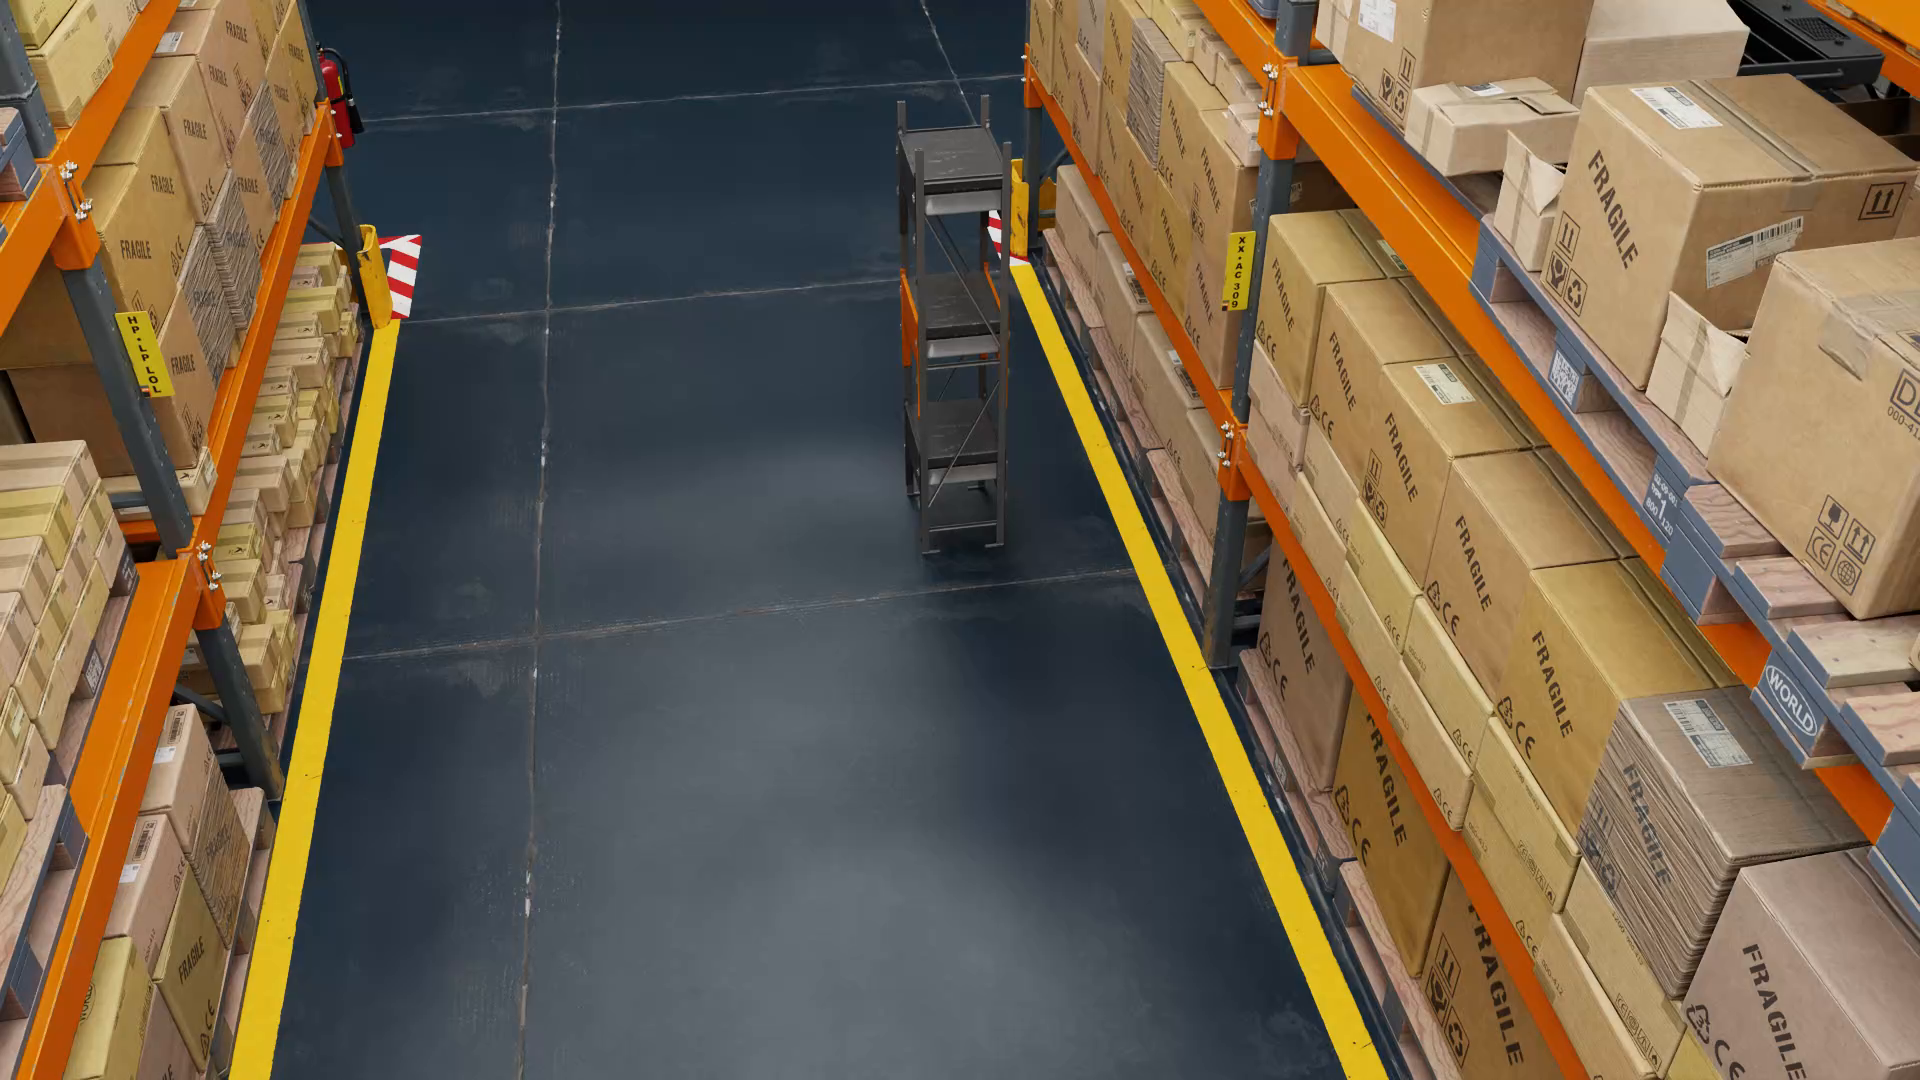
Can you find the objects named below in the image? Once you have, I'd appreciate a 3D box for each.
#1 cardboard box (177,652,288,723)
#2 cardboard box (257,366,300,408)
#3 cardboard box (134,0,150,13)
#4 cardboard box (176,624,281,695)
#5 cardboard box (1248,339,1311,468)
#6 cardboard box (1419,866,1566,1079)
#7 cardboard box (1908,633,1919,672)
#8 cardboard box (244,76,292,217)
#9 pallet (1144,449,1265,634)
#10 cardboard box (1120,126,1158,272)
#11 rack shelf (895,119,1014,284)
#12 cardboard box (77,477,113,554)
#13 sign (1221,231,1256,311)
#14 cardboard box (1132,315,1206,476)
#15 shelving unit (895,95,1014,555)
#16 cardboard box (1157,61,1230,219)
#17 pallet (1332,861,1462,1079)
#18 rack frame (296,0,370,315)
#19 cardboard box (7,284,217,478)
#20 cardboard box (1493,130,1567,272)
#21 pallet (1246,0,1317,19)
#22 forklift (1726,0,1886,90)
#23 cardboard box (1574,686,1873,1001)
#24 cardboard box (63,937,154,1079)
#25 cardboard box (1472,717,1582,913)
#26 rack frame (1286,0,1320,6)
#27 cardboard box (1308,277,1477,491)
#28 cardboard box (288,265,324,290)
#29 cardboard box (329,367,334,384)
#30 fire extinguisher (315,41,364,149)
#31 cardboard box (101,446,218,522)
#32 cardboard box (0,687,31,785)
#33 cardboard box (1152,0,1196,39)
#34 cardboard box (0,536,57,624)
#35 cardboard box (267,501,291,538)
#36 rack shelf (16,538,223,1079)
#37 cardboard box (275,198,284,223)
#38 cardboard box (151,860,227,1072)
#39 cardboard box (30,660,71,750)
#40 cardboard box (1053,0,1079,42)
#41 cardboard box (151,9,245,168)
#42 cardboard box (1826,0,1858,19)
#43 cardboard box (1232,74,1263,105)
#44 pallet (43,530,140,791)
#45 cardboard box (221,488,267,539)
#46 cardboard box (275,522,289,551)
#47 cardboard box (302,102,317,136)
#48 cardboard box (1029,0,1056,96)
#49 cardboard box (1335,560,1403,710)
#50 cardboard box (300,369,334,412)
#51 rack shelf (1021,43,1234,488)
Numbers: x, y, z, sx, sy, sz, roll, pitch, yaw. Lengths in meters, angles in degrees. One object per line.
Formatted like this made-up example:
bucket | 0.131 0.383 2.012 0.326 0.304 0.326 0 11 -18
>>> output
cardboard box | -3.015 0.607 6.905 0.380 0.149 0.250 -8 39 -10
cardboard box | -3.446 -0.706 8.110 0.380 0.149 0.250 -7 38 -9
cardboard box | -3.257 -2.150 6.150 0.500 0.250 0.500 -5 38 -6
cardboard box | -3.016 0.491 6.812 0.380 0.149 0.250 -5 38 -6
cardboard box | 1.388 -0.534 6.107 0.500 0.250 0.500 -7 38 -9
cardboard box | 2.098 1.432 5.251 0.875 0.875 0.875 -6 38 -7
cardboard box | 2.075 0.121 2.677 0.797 0.503 0.637 -8 39 -11
cardboard box | -3.453 -1.811 7.712 0.500 0.500 0.500 -6 38 -8
pallet | 1.532 -0.058 8.053 1.003 0.211 1.213 -6 38 -8
cardboard box | 1.057 -1.596 7.678 0.500 0.500 0.500 -7 38 -9
rack shelf | -0.029 -1.471 7.213 0.431 0.518 0.480 -6 38 -8
cardboard box | -3.003 -0.063 5.407 0.380 0.149 0.250 -5 38 -7
sign | 1.042 -1.004 6.228 0.100 0.325 0.005 -6 38 -8
cardboard box | 1.427 -0.777 8.452 0.875 0.438 0.875 -7 38 -9
shelving unit | -0.029 -0.929 7.634 0.431 2.100 0.503 -6 38 -8
cardboard box | 1.153 -1.689 6.982 0.500 0.500 0.500 -7 38 -9
pallet | 2.015 1.606 5.911 1.003 0.211 1.213 -6 38 -8
rack frame | -3.968 -2.514 8.941 1.000 3.000 0.127 -6 38 -8
cardboard box | -3.106 -0.582 6.130 0.500 0.500 0.500 -7 38 -9
cardboard box | 1.564 -0.848 4.119 0.396 0.266 0.258 -3 38 -4
pallet | 1.455 -2.337 6.340 1.003 0.211 1.213 -6 38 -8
forklift | 3.053 -1.316 7.455 1.130 2.935 3.031 -5 38 -7
cardboard box | 1.844 0.697 3.912 0.500 0.500 0.500 -6 38 -7
cardboard box | -2.704 1.479 4.885 0.500 0.250 0.500 -8 39 -10
cardboard box | 1.751 0.704 4.513 0.500 0.250 0.500 -7 38 -9
rack frame | 1.589 -3.061 4.755 1.000 3.000 0.127 -6 38 -8
cardboard box | 1.499 -0.525 5.484 0.500 0.500 0.500 -6 38 -8
cardboard box | -3.639 -1.339 8.925 0.380 0.149 0.250 -6 38 -7
cardboard box | -3.508 -0.798 8.713 0.380 0.149 0.250 -6 38 -7
fire extinguisher | -3.558 -2.538 9.339 0.296 0.674 0.183 -6 38 -8
cardboard box | -2.995 -0.205 6.174 0.380 0.149 0.250 -5 38 -6
cardboard box | -2.818 0.568 4.594 0.380 0.149 0.250 -8 39 -10
cardboard box | 1.059 -2.313 7.257 0.380 0.149 0.250 -7 38 -9
cardboard box | -2.913 0.140 4.902 0.380 0.149 0.250 -7 38 -9
cardboard box | -3.296 -0.128 7.608 0.380 0.149 0.250 -5 38 -6
rack shelf | -2.916 1.394 4.497 1.077 0.370 4.000 -6 38 -8
cardboard box | -3.483 -1.631 8.009 0.380 0.149 0.250 -8 39 -10
cardboard box | -2.800 1.453 5.530 0.500 0.500 0.500 -7 38 -9
cardboard box | -2.871 0.513 4.908 0.380 0.149 0.250 -8 39 -10
cardboard box | 0.789 -2.910 8.555 0.500 0.500 0.500 -7 38 -9
cardboard box | -3.359 -1.878 6.984 0.500 0.500 0.500 -7 38 -10
cardboard box | 5.561 -3.317 10.179 0.380 0.149 0.250 -7 38 -8
cardboard box | 1.282 -1.705 6.475 0.380 0.149 0.250 -5 38 -7
pallet | -3.276 0.455 5.276 1.003 0.211 1.213 -6 38 -8
cardboard box | -3.274 -0.079 7.303 0.380 0.149 0.250 -7 38 -9
cardboard box | -3.331 -0.005 7.693 0.380 0.149 0.250 -8 39 -10
cardboard box | -3.633 -2.249 8.804 0.380 0.149 0.250 -6 38 -8
cardboard box | 0.689 -2.827 9.262 0.500 0.500 0.500 -7 38 -8
cardboard box | 1.572 0.285 5.460 0.500 0.250 0.500 -7 38 -8
cardboard box | -3.399 -0.759 8.421 0.380 0.149 0.250 -6 38 -7
rack shelf | 1.238 -1.616 8.371 1.077 0.370 4.000 -6 38 -8
